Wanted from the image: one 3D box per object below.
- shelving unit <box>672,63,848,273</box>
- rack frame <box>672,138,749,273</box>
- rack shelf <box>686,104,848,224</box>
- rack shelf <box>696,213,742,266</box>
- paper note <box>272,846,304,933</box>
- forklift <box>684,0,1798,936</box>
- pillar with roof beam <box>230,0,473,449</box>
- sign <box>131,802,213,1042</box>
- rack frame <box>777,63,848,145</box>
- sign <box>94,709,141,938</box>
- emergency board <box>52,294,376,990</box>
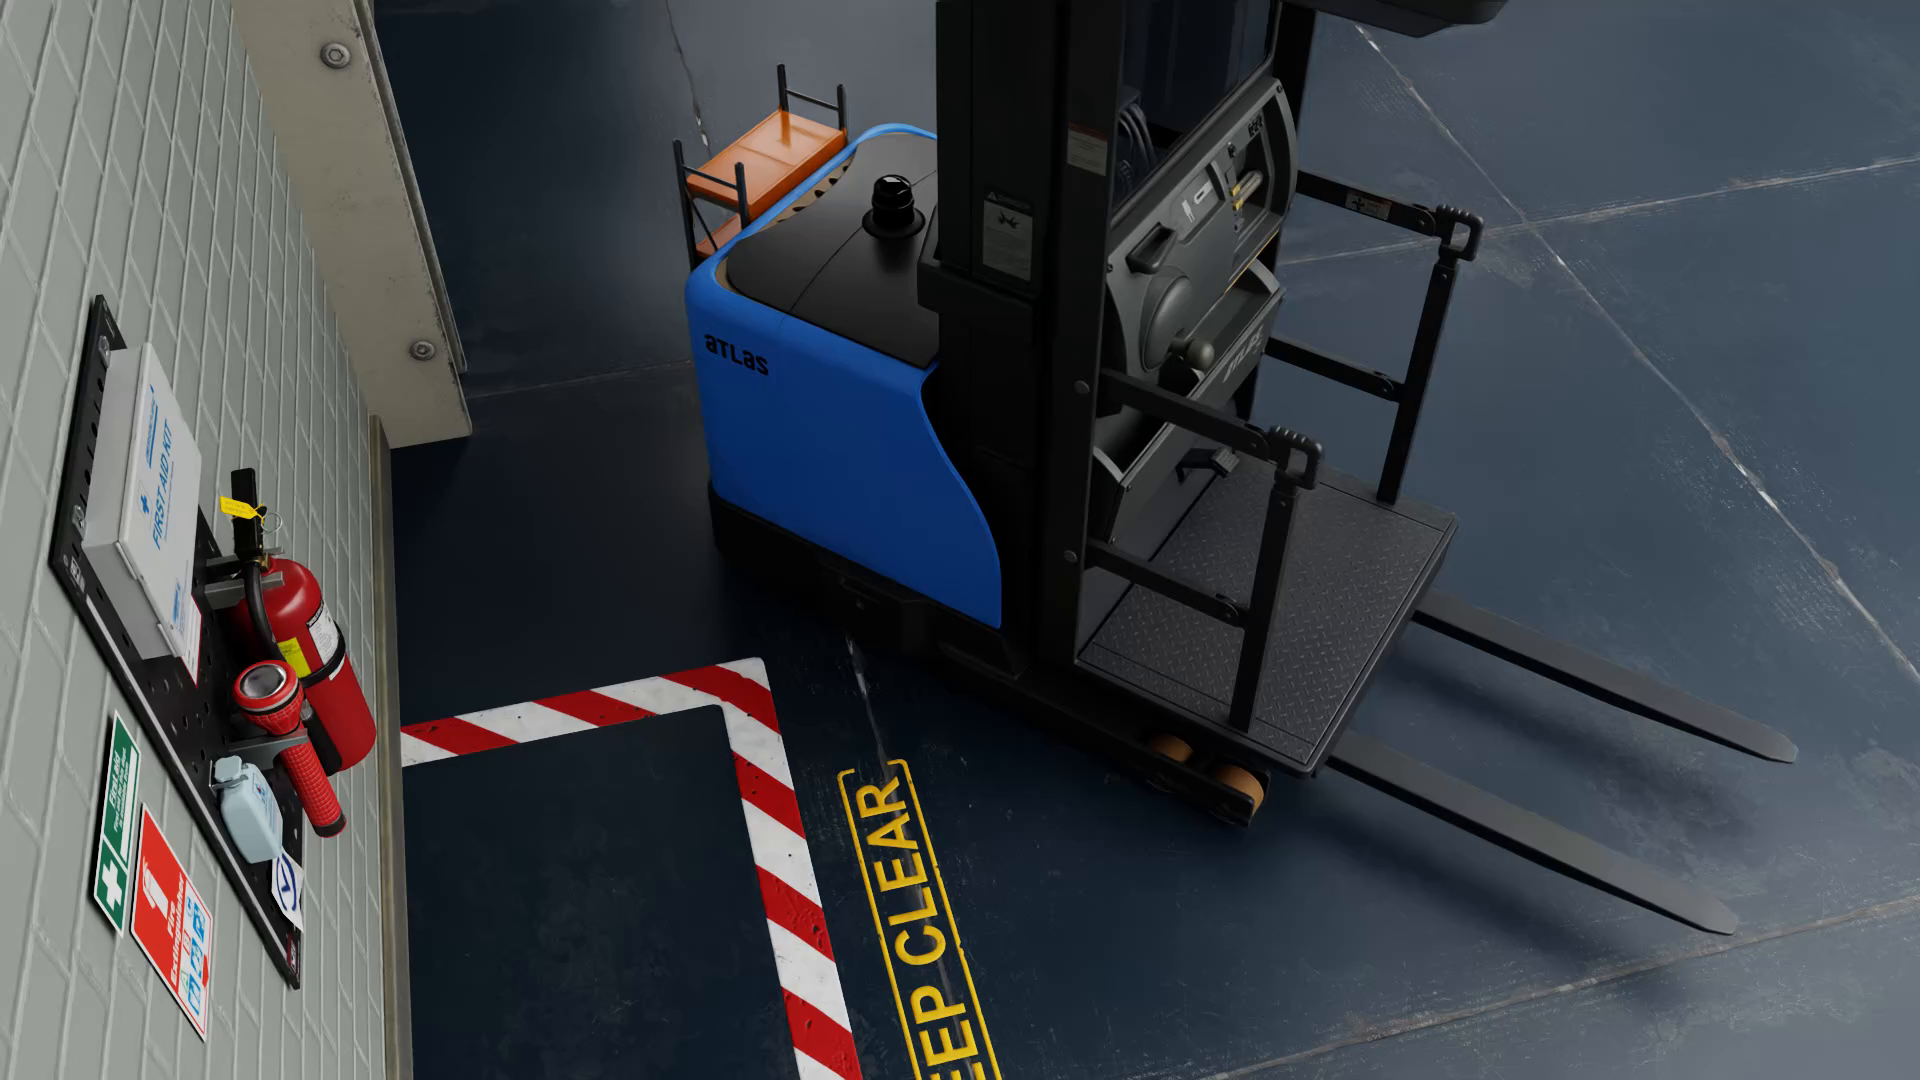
[{"bbox_3d":[-0.572,-0.807,5.200,0.258,1.200,0.503,24,50,22],"label":"shelving unit"},{"bbox_3d":[-0.703,-0.659,5.056,0.240,1.200,0.015,24,50,22],"label":"rack frame"},{"bbox_3d":[-0.572,-1.082,4.920,0.258,0.148,0.480,24,50,22],"label":"rack shelf"},{"bbox_3d":[-0.572,-0.916,5.089,0.258,0.148,0.480,24,50,22],"label":"rack shelf"},{"bbox_3d":[-1.266,0.643,3.136,0.016,0.148,0.142,-11,47,-10],"label":"paper note"},{"bbox_3d":[0.761,-0.697,3.880,3.031,2.935,1.130,24,50,22],"label":"forklift"},{"bbox_3d":[2.321,-4.400,3.261,9.100,9.000,0.400,-11,47,-10],"label":"pillar with roof beam"},{"bbox_3d":[-1.203,0.588,2.548,0.001,0.329,0.234,-11,47,-10],"label":"sign"},{"bbox_3d":[-0.442,-0.954,5.345,0.240,1.200,0.015,24,50,22],"label":"rack frame"},{"bbox_3d":[-1.195,0.398,2.364,0.001,0.109,0.331,-11,47,-10],"label":"sign"},{"bbox_3d":[-1.245,0.200,2.953,0.194,1.169,0.643,-11,47,-10],"label":"emergency board"}]
